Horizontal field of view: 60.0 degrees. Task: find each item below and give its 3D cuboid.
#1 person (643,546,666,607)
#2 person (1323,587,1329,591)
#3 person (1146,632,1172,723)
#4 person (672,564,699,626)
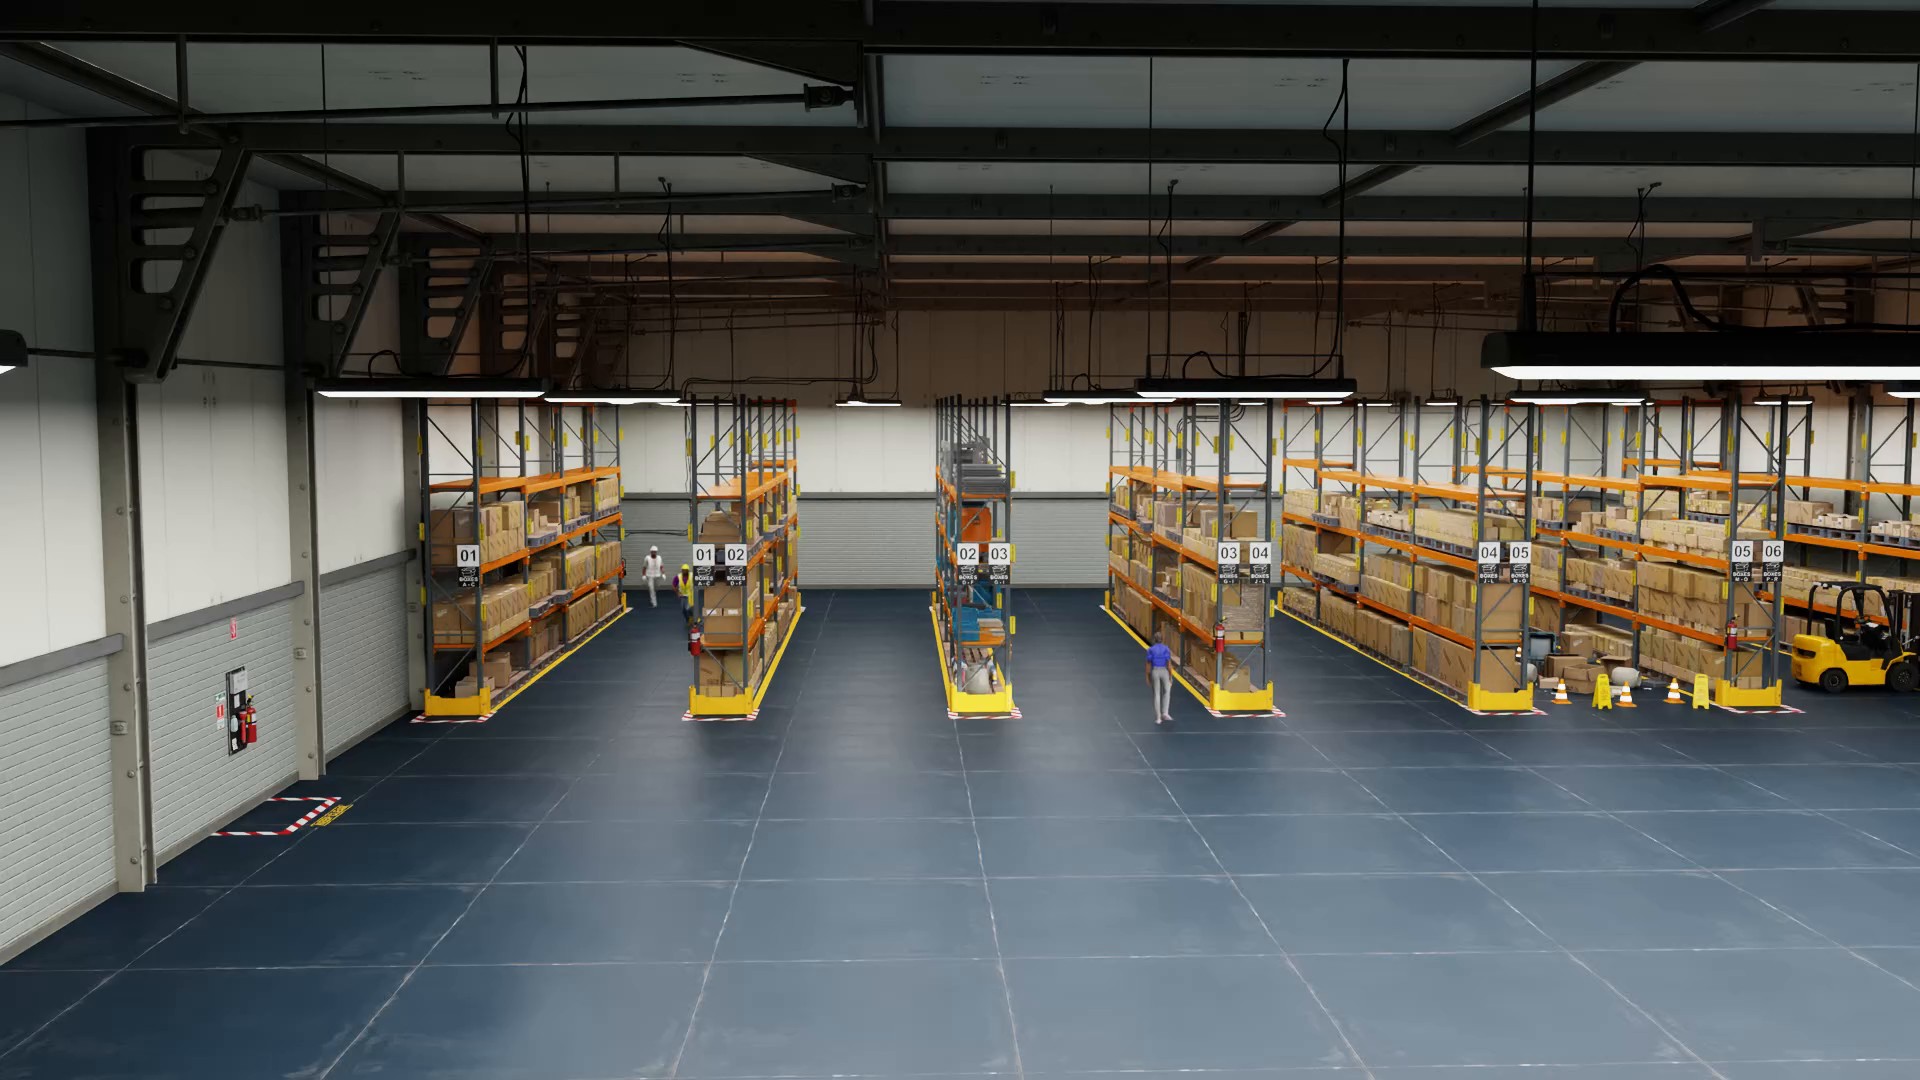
[{"bbox_3d":[-8.866,1.044,48.165,0.595,1.712,1.103,-2,5,-29],"label":"person"},{"bbox_3d":[11.178,0.923,50.449,0.434,1.597,1.068,-1,5,-7],"label":"person"},{"bbox_3d":[3.635,2.508,30.371,0.488,1.656,0.513,1,5,7],"label":"person"},{"bbox_3d":[-7.192,1.452,43.715,0.678,1.666,0.697,1,5,9],"label":"person"}]
